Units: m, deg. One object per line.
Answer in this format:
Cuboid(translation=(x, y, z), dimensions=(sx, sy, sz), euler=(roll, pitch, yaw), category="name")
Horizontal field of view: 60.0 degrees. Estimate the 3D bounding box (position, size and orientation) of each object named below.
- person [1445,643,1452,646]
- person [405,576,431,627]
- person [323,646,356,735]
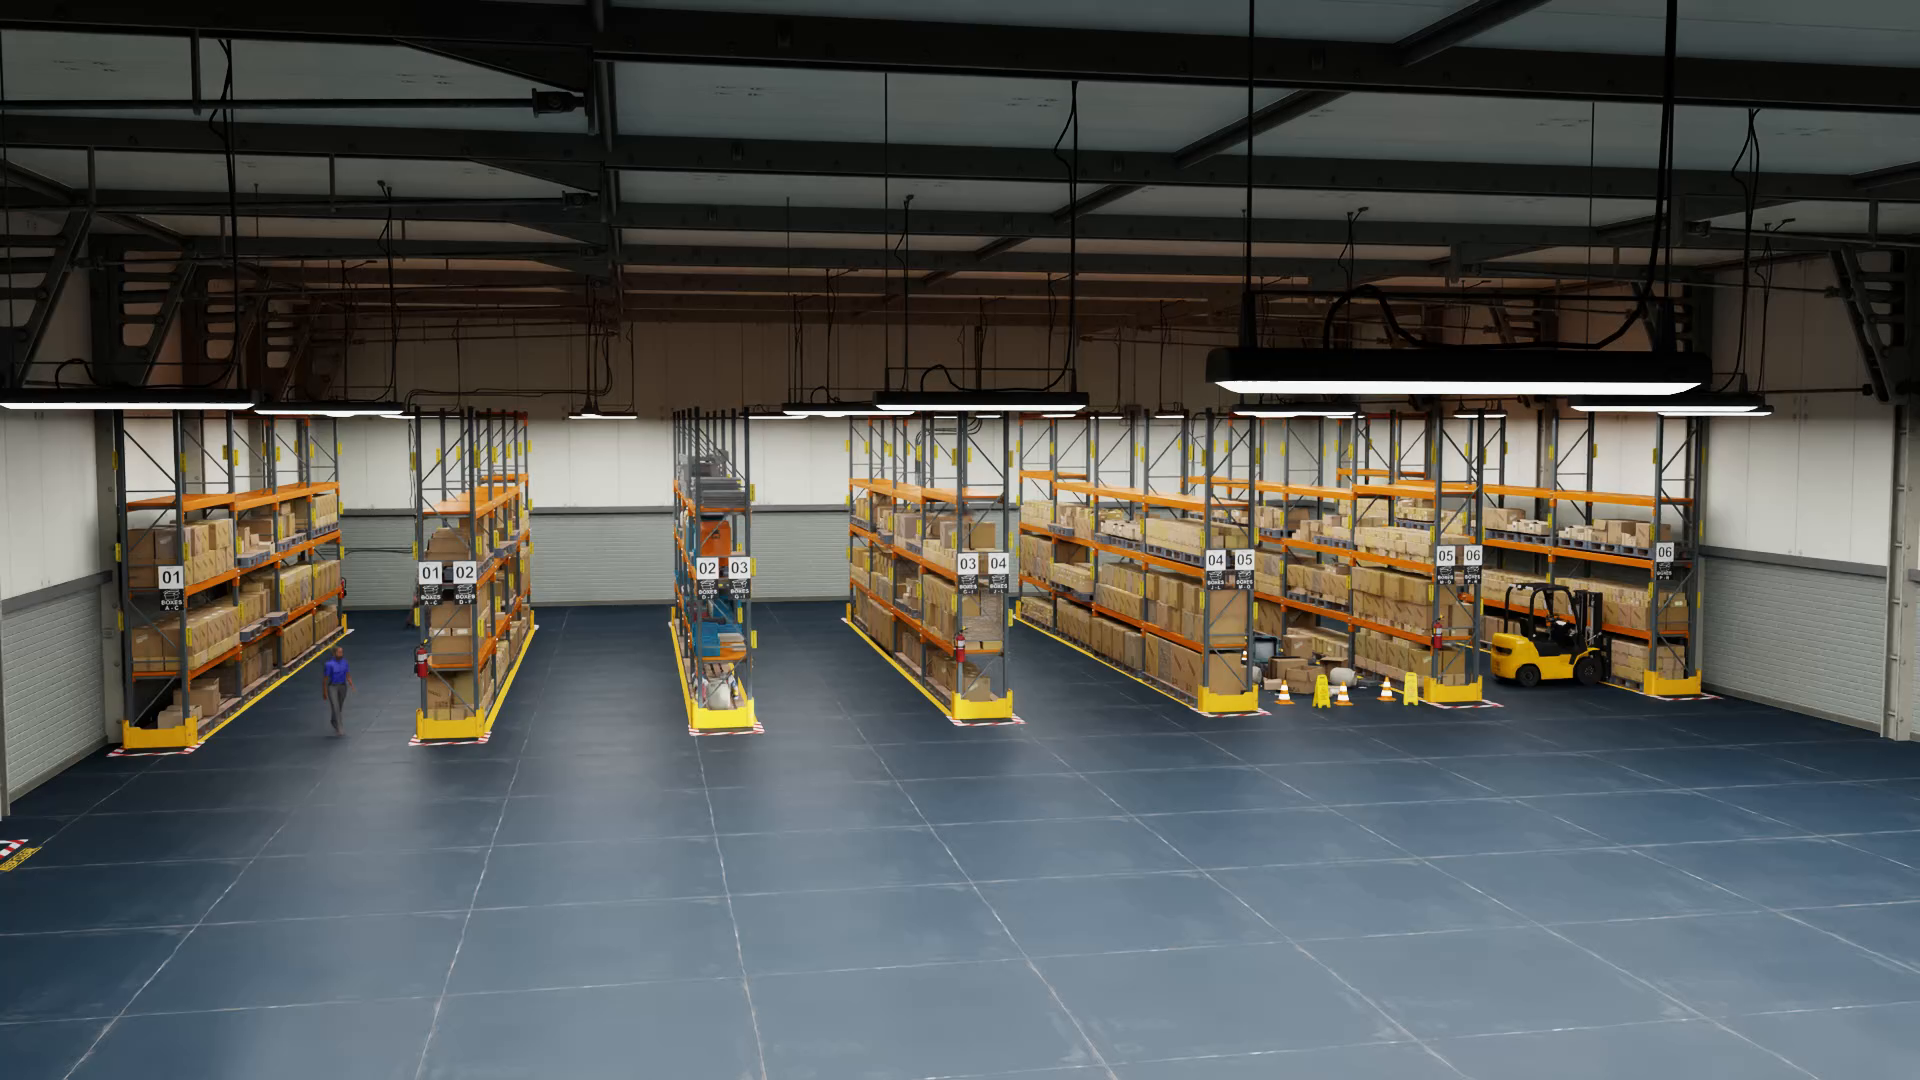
Cuboid(translation=(11.695, 2.044, 40.154), dimensions=(0.517, 1.674, 0.438), euler=(-3, 5, -35), category="person")
Cuboid(translation=(-14.927, 1.579, 46.262), dimensions=(1.015, 1.652, 0.510), euler=(-2, 4, -24), category="person")
Cuboid(translation=(-11.424, 2.724, 30.548), dimensions=(0.530, 1.582, 1.076), euler=(-3, 5, -41), category="person")
